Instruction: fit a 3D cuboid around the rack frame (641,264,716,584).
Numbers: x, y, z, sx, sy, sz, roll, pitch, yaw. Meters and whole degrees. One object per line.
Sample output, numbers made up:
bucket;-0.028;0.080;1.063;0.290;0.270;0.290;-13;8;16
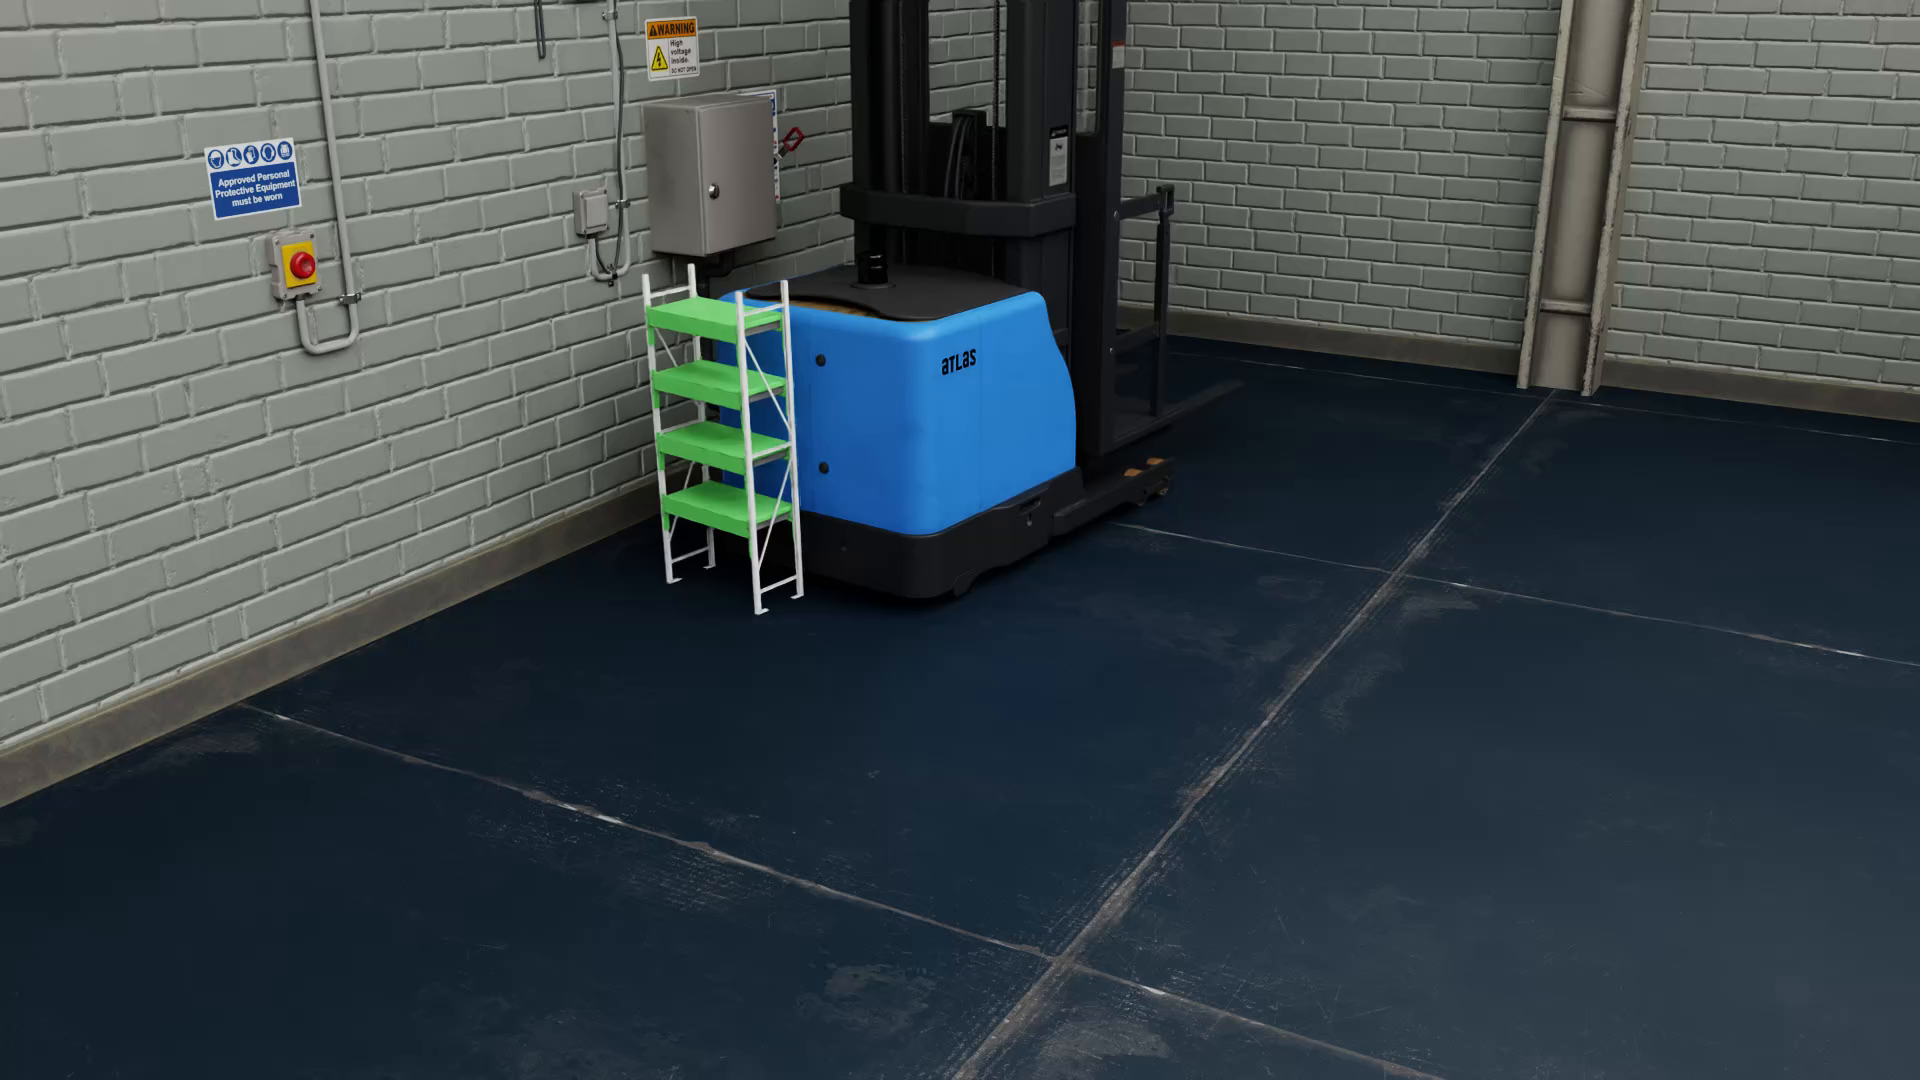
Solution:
rack frame;-1.055;-0.425;6.270;0.015;1.200;0.240;16;26;37

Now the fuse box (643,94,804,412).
fuse box;-0.965;-0.998;7.106;0.414;1.711;0.539;11;23;27

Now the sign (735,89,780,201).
sign;-0.905;-1.740;7.403;0.001;0.494;0.329;11;23;27

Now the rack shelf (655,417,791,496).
rack shelf;-0.867;-0.313;6.146;0.480;0.148;0.258;16;26;37

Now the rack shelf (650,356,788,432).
rack shelf;-0.870;-0.537;6.061;0.480;0.148;0.258;16;26;37

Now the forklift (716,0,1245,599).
forklift;0.307;-1.608;6.999;1.130;2.935;3.031;13;24;32

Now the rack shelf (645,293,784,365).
rack shelf;-0.873;-0.761;5.976;0.480;0.148;0.258;16;26;37

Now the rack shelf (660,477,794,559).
rack shelf;-0.863;-0.088;6.232;0.480;0.148;0.258;16;26;37

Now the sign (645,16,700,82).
sign;-1.173;-2.010;6.795;0.001;0.242;0.339;11;23;27

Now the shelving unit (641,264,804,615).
shelving unit;-0.867;-0.372;6.124;0.503;1.200;0.258;16;26;37

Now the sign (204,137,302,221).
sign;-2.194;-1.125;5.172;0.001;0.218;0.327;11;23;27

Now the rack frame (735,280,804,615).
rack frame;-0.680;-0.319;5.977;0.015;1.200;0.240;16;26;37

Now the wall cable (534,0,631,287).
wall cable;-1.436;-1.904;6.225;0.122;1.984;0.588;11;23;27

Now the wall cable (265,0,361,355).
wall cable;-2.117;-1.495;5.051;0.123;1.953;0.585;11;23;27

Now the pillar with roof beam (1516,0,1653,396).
pillar with roof beam;1.221;-3.805;4.159;0.400;9.000;9.100;11;23;27
